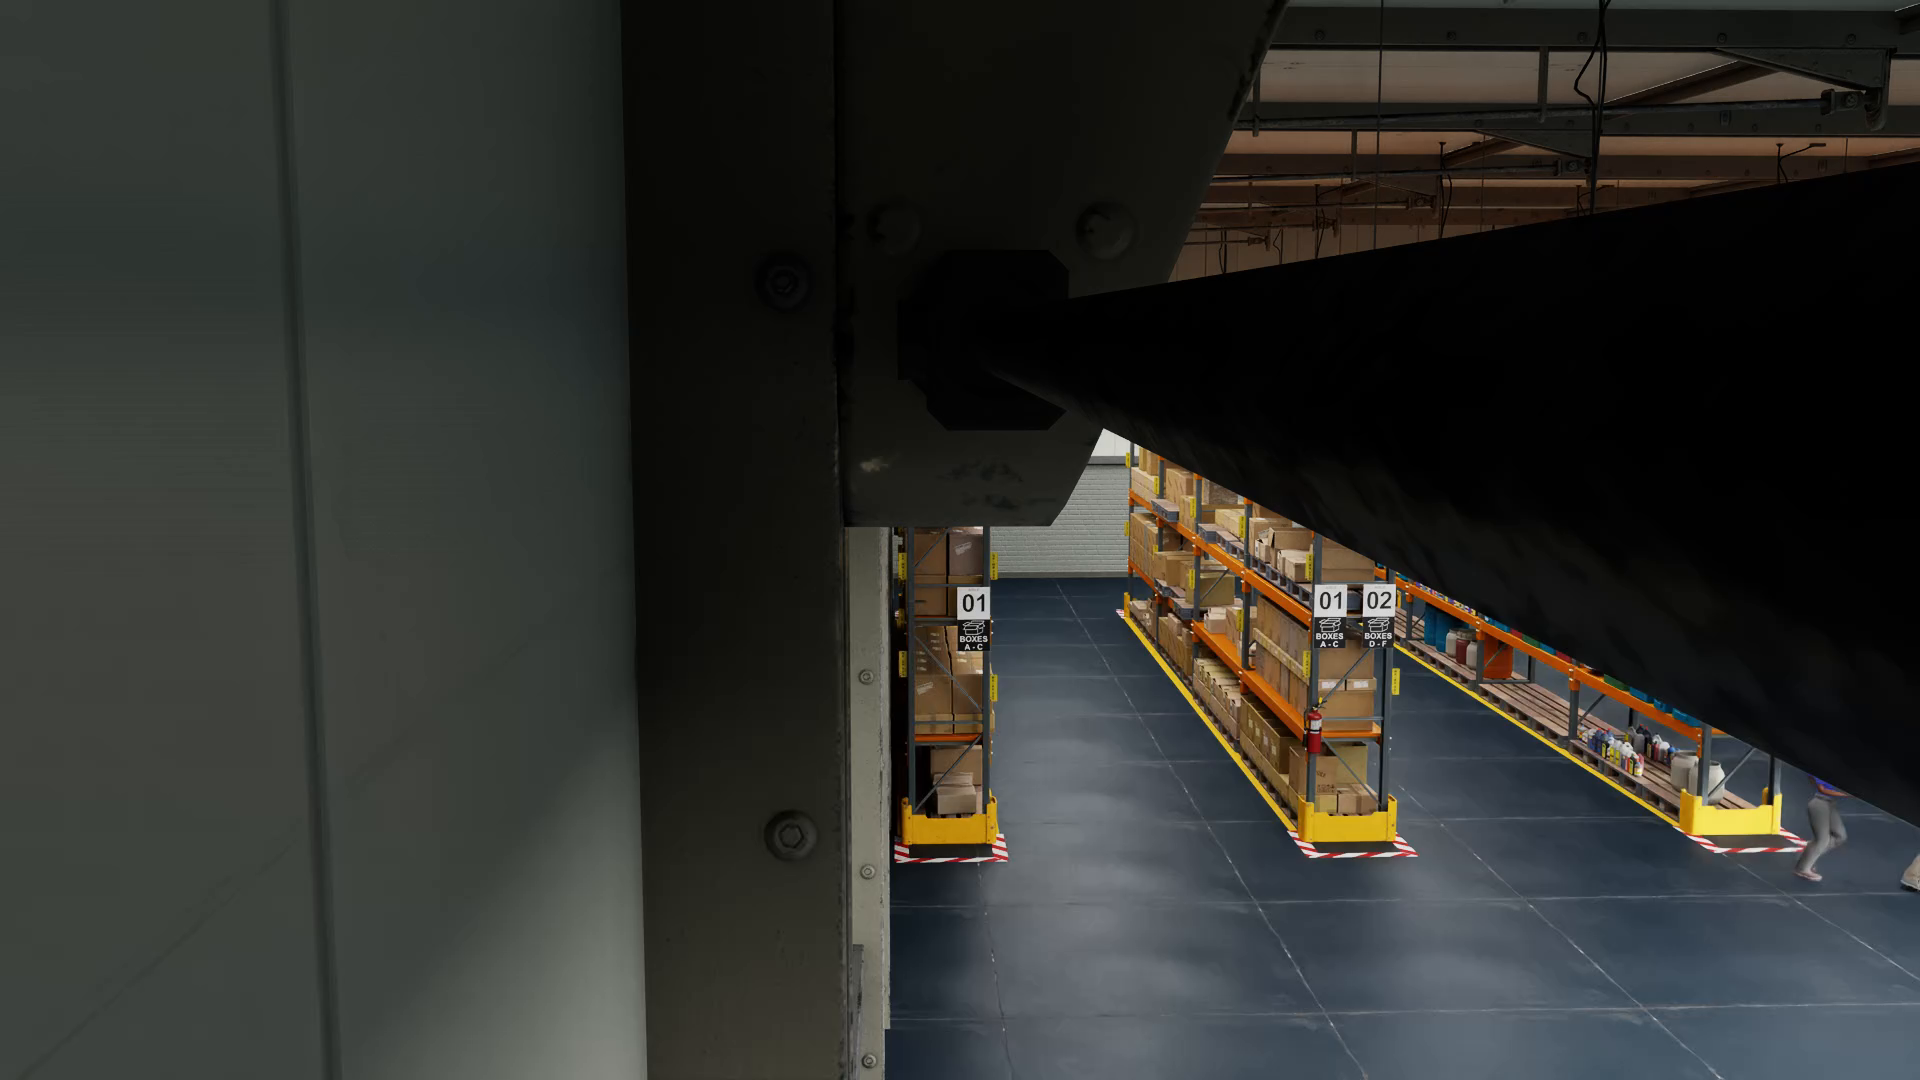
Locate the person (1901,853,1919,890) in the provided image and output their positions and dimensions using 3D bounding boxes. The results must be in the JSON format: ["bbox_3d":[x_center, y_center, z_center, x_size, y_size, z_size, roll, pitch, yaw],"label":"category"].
[{"bbox_3d":[11.067,3.109,18.616,0.817,1.673,0.688,5,9,35],"label":"person"}]

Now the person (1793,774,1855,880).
[{"bbox_3d":[9.985,3.097,19.131,0.596,1.597,0.590,5,9,32],"label":"person"}]
